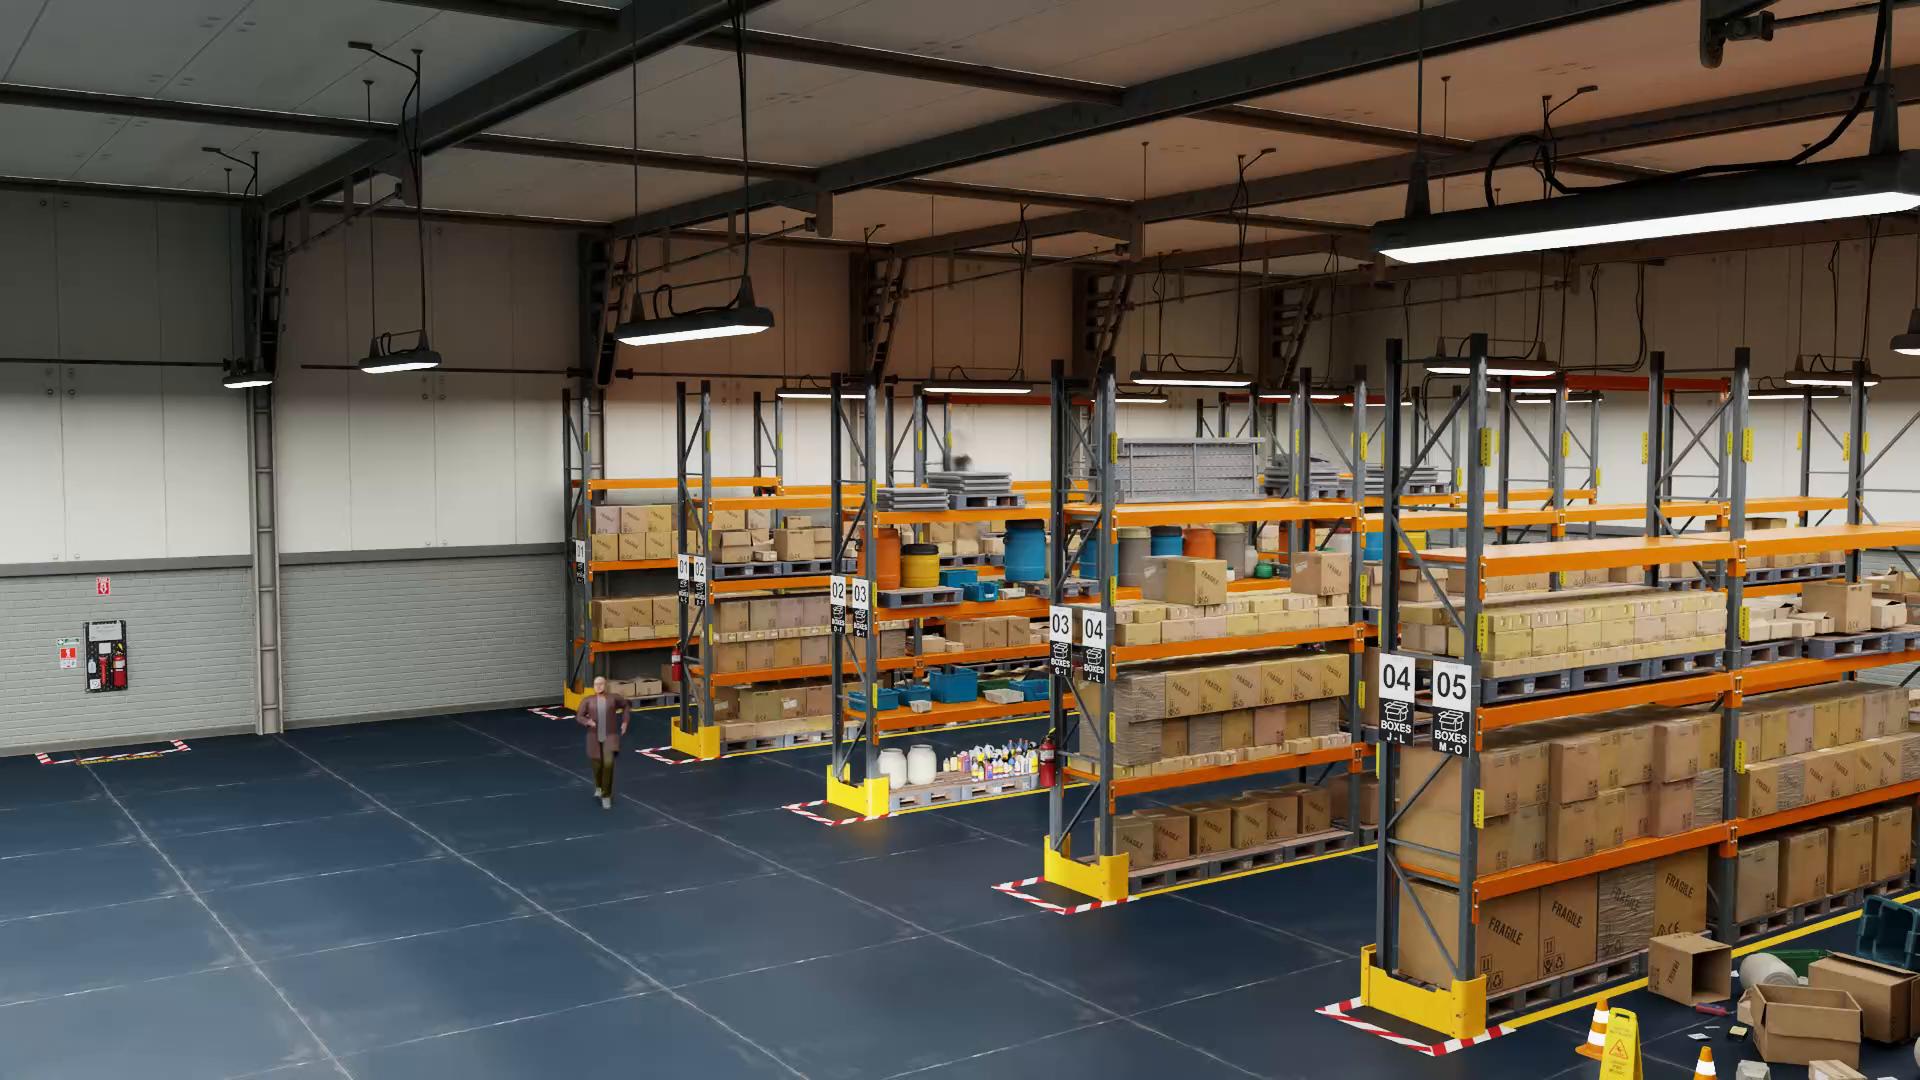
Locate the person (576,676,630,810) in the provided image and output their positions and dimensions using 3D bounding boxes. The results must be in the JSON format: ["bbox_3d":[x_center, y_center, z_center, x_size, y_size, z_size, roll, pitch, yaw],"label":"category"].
[{"bbox_3d":[-4.977,2.811,23.214,0.719,1.826,0.865,0,4,-5],"label":"person"}]
